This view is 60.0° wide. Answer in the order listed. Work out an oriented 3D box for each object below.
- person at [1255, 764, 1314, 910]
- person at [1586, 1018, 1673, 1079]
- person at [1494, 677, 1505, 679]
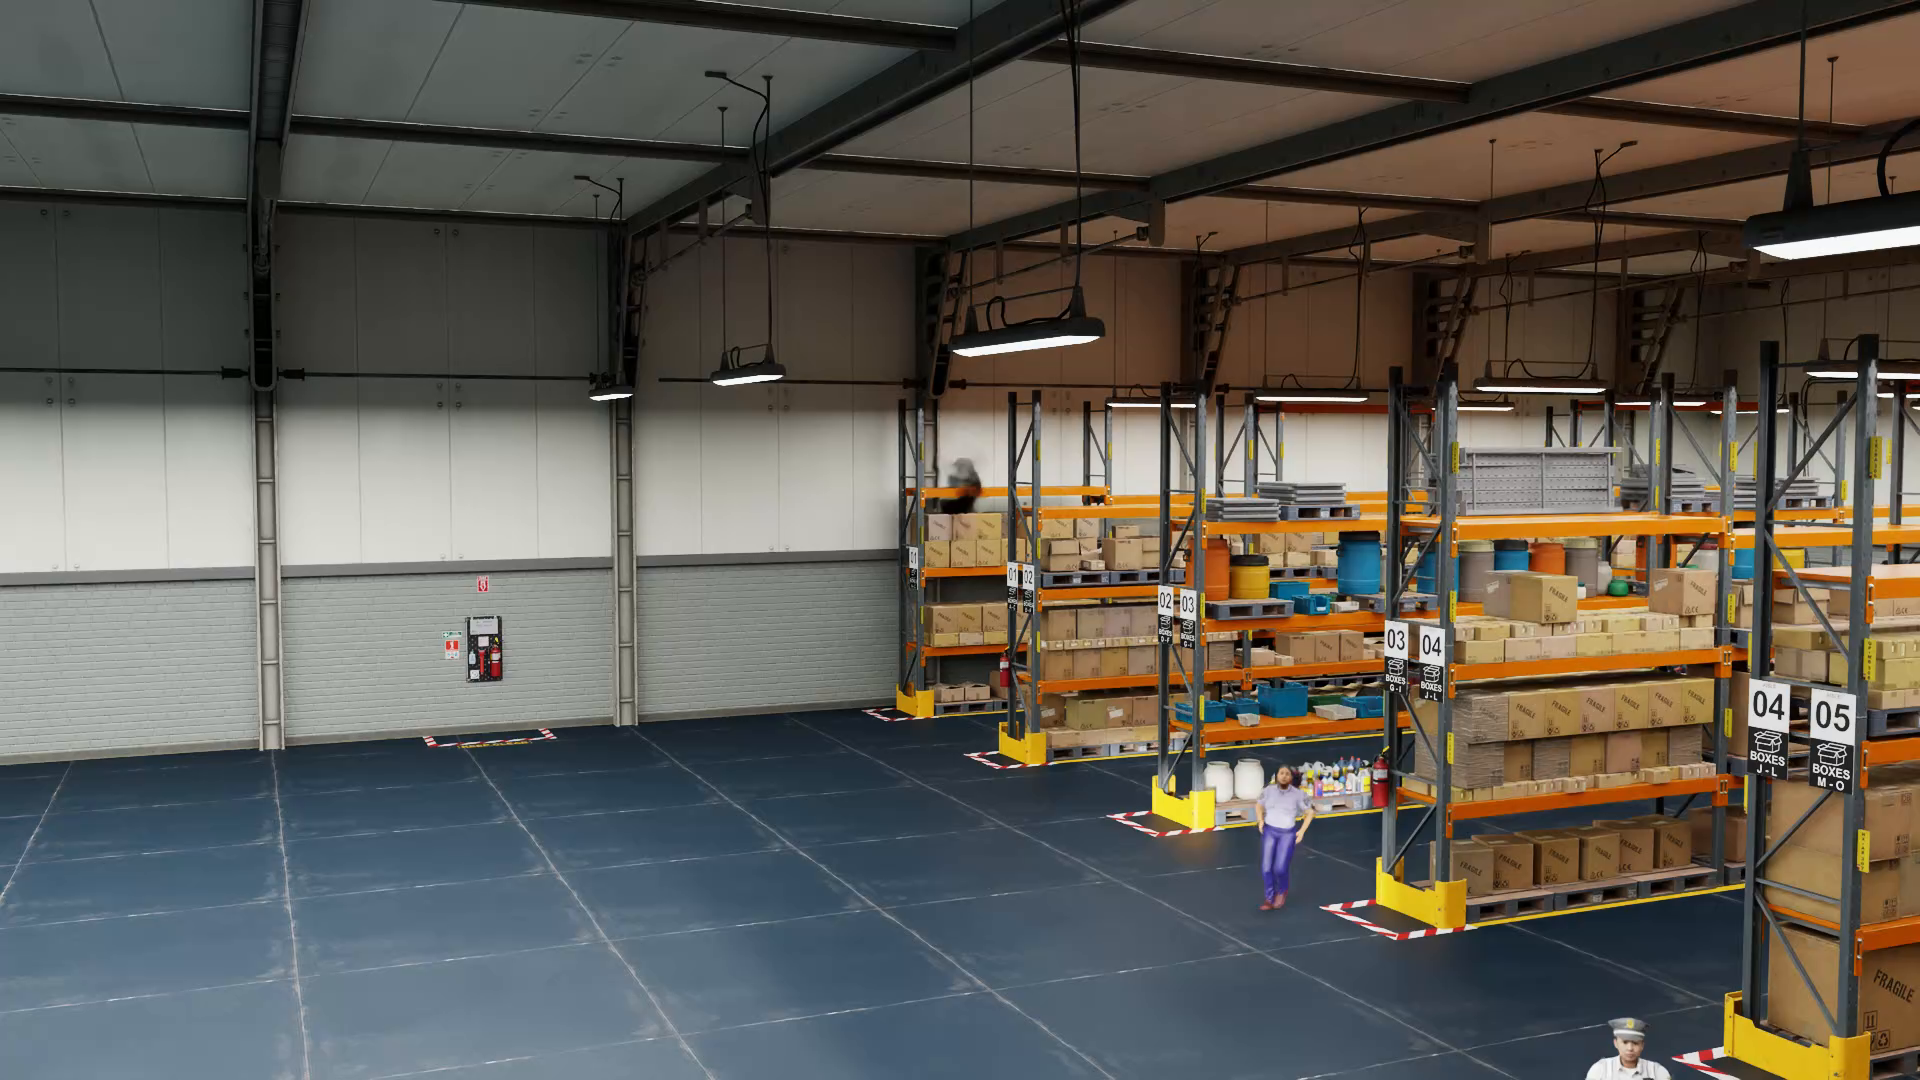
[{"bbox_3d":[3.521,3.288,18.317,0.632,1.614,0.517,2,4,29],"label":"person"},{"bbox_3d":[4.086,3.734,10.133,0.592,1.660,0.569,1,4,23],"label":"person"},{"bbox_3d":[8.688,2.775,26.764,0.576,1.638,0.591,-2,4,-26],"label":"person"}]
